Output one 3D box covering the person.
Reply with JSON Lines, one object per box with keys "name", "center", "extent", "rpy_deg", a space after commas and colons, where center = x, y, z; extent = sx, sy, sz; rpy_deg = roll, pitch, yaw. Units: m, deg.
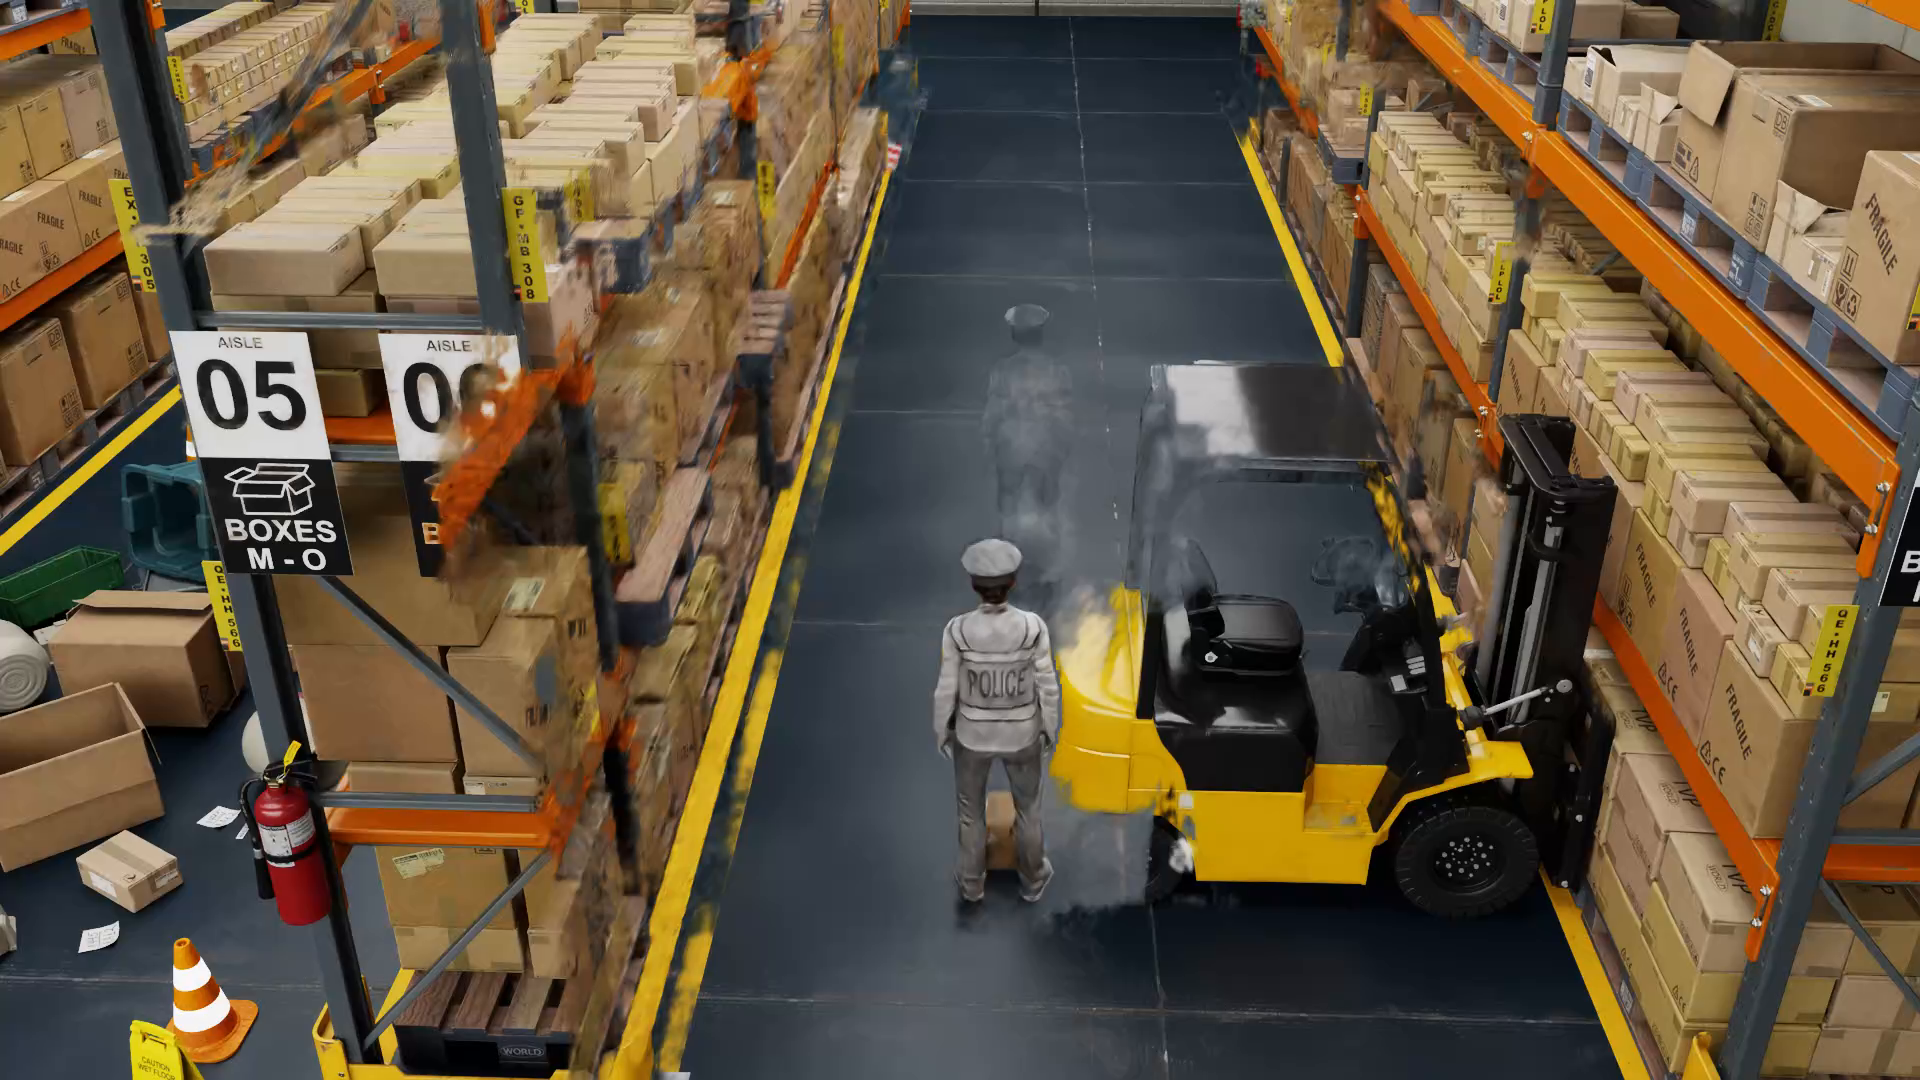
{"name": "person", "center": [0.397, -0.524, 9.596], "extent": [0.528, 1.664, 0.374], "rpy_deg": [1, 28, 2]}
